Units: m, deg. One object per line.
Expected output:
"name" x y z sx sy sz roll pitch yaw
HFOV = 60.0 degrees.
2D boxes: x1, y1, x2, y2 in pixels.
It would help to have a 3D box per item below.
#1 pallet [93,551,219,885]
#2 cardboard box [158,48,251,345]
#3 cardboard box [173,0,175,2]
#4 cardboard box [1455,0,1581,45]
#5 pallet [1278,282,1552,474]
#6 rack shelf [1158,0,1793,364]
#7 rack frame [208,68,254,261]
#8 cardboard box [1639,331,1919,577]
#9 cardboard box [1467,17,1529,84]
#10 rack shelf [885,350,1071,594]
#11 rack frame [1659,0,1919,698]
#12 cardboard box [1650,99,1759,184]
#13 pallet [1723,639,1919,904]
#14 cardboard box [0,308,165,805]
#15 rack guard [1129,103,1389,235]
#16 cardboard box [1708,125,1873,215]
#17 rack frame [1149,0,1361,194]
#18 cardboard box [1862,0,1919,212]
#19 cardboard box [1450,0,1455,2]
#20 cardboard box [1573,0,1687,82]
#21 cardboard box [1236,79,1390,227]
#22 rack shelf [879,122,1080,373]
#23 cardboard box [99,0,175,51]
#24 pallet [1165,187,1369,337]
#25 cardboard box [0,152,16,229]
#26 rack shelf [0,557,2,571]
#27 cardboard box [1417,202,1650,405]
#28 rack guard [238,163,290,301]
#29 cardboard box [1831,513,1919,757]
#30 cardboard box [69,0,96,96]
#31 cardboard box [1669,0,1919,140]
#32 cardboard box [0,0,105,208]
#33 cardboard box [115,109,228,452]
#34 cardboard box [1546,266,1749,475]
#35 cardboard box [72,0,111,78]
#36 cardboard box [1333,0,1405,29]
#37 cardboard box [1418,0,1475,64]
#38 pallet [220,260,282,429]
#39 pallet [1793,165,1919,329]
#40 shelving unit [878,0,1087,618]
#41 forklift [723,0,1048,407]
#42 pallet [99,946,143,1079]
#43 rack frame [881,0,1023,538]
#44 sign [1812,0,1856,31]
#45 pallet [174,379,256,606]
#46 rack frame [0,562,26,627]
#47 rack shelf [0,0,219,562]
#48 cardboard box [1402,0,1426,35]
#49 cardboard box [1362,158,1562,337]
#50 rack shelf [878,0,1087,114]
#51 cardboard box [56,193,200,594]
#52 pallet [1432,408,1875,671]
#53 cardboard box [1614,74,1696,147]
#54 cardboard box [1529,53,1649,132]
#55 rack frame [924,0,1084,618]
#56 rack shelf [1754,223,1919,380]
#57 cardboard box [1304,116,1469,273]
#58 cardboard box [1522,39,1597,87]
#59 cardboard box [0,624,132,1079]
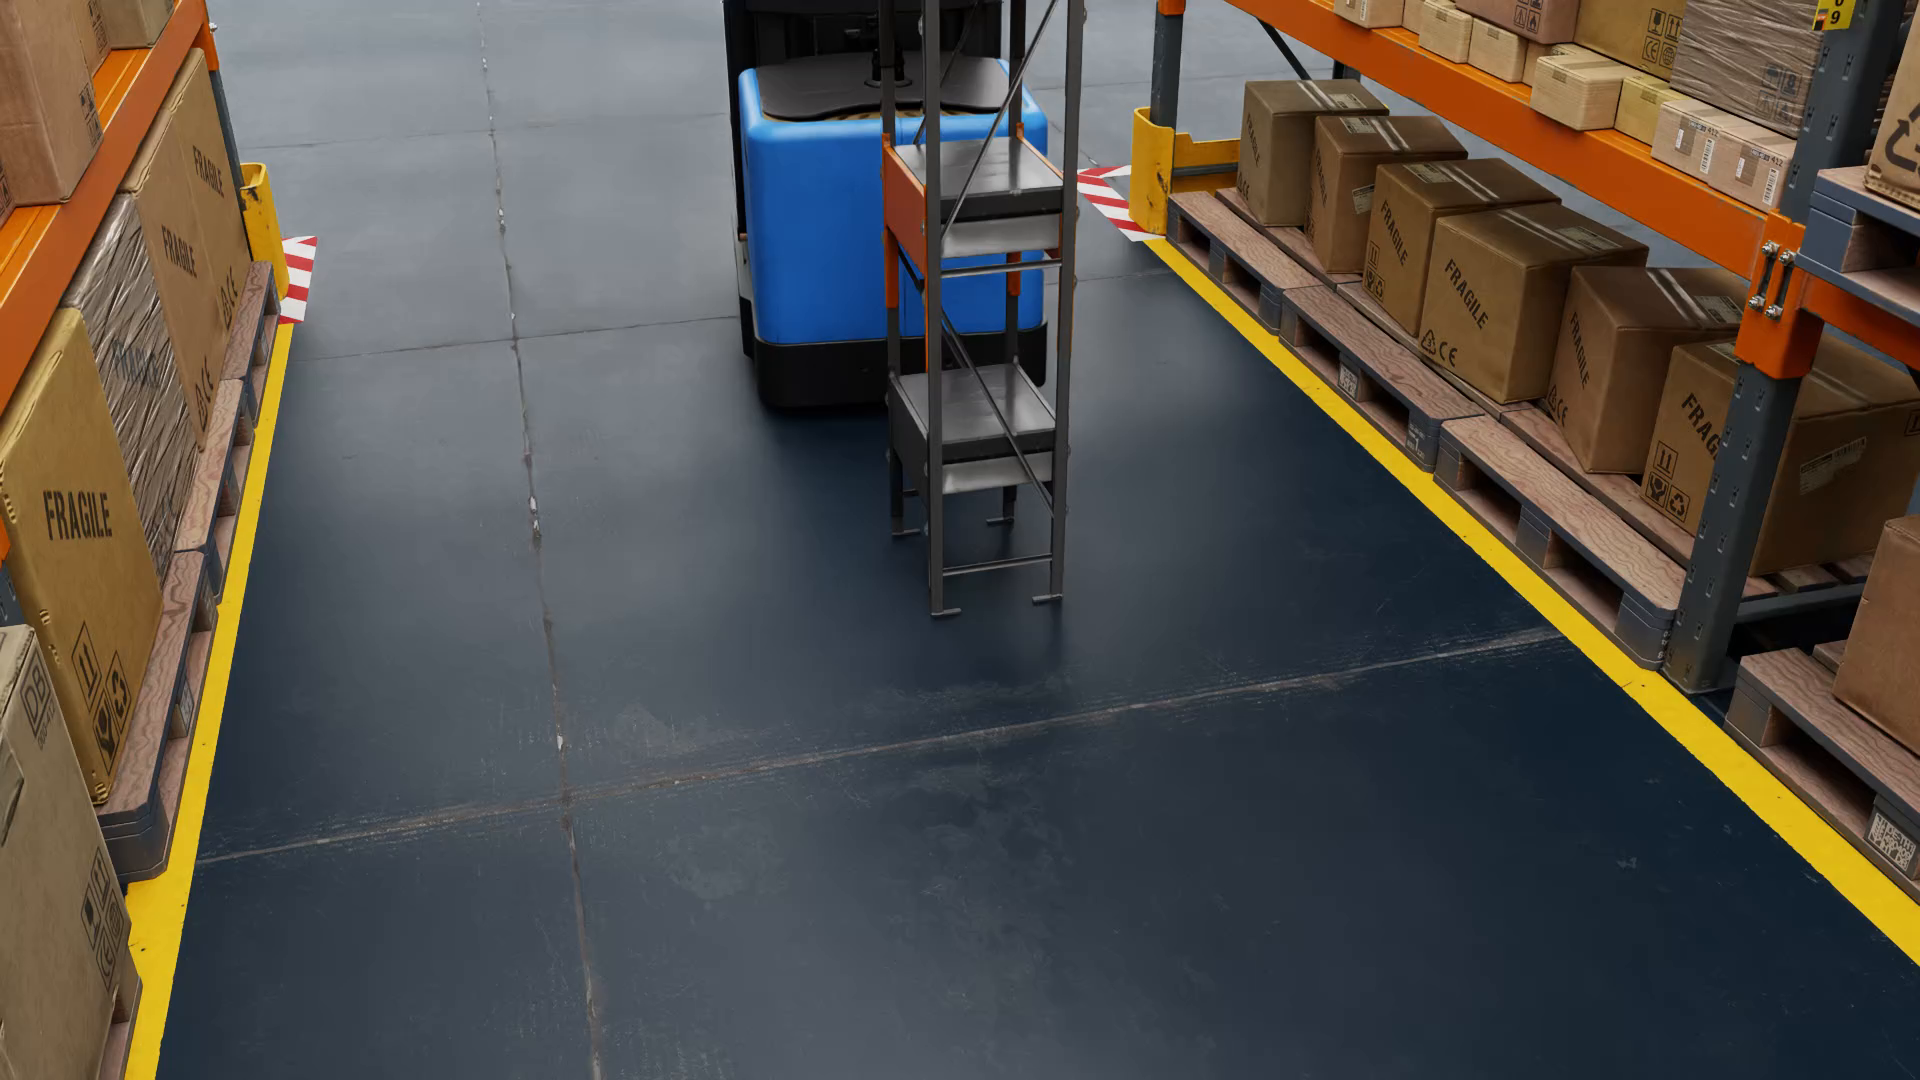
"pallet" -2.497 0.474 4.220 1.003 0.211 1.213 -8 31 -13
"cardboard box" -3.189 -1.230 6.083 0.875 0.875 0.875 -8 31 -13
"cardboard box" -3.290 -2.179 5.870 0.875 0.550 0.550 -8 31 -13
"cardboard box" 2.050 -1.837 5.033 0.875 0.500 0.500 -8 31 -13
"pallet" 1.899 -0.669 6.195 1.003 0.211 1.213 -8 31 -13
"rack shelf" 1.908 -1.620 5.773 1.077 0.370 4.000 -8 31 -13
"rack frame" -3.432 -2.287 6.207 1.000 3.000 0.127 -8 31 -13
"cardboard box" 2.371 -0.264 4.788 0.500 0.500 0.500 -9 31 -15
"cardboard box" 1.814 -1.532 5.153 0.380 0.149 0.250 -8 31 -13
"rack shelf" 0.044 -0.211 4.943 0.431 0.518 0.480 -8 31 -13
"rack frame" 2.438 -0.966 3.924 1.000 3.000 0.127 -8 31 -13
"cardboard box" 2.041 -1.044 4.309 0.380 0.149 0.250 -8 31 -13
"pallet" 2.646 0.617 3.973 1.003 0.211 1.213 -8 31 -13
"cardboard box" -2.470 0.070 3.837 0.875 0.875 0.875 -7 31 -13
"rack guard" 1.397 -1.779 7.824 1.175 0.500 0.348 -8 31 -13
"cardboard box" 2.098 -0.922 4.099 0.380 0.149 0.250 -8 31 -13
"rack frame" 1.377 -2.897 7.262 1.000 3.000 0.127 -8 31 -13
"cardboard box" 2.514 -1.005 2.973 1.000 1.000 1.000 -8 31 -13
"cardboard box" 1.957 -2.084 5.460 0.875 0.500 0.500 -8 31 -13
"cardboard box" 2.280 -1.609 4.639 0.875 0.500 0.500 -8 31 -13
"cardboard box" 1.526 -1.694 7.258 0.500 0.500 0.500 -2 30 -4
"rack shelf" 0.044 -0.817 4.593 0.431 0.518 0.480 -8 31 -13
"cardboard box" -3.123 -1.916 5.416 0.875 0.550 0.550 -8 31 -13
"pallet" 1.578 -1.257 7.211 1.003 0.211 1.213 -8 31 -13
"cardboard box" -2.648 -0.859 3.590 0.875 0.550 0.550 -8 31 -13
"rack shelf" -1.840 0.922 1.380 1.077 0.370 4.000 -8 31 -13
"cardboard box" 1.971 -0.829 5.764 0.500 0.500 0.500 -11 32 -18
"rack guard" -3.439 -1.217 6.853 1.175 0.500 0.348 -8 31 -13
"cardboard box" 2.581 0.225 3.923 0.700 0.500 0.500 -10 32 -17
"cardboard box" -2.915 -1.378 4.487 0.875 0.550 0.500 -8 31 -13
"cardboard box" 2.379 -1.363 4.214 0.875 0.500 0.500 -8 31 -13
"cardboard box" -2.678 -1.135 4.068 0.875 0.550 0.550 -8 31 -13
"cardboard box" -2.953 -0.806 5.349 0.875 0.875 0.875 -8 31 -14
"cardboard box" 2.211 -0.540 5.264 0.500 0.500 0.500 2 30 3
"cardboard box" -3.095 -1.629 4.920 0.875 0.550 0.550 -8 31 -13
"cardboard box" 1.527 -1.882 5.758 0.380 0.149 0.250 -8 31 -13
"cardboard box" 1.714 -1.648 5.354 0.380 0.149 0.250 -8 31 -13
"pallet" -3.145 -0.704 6.256 1.003 0.211 1.213 -8 31 -13
"pallet" 2.501 -0.494 3.301 1.003 0.211 1.213 -8 31 -13
"shelving unit" 0.044 -0.829 4.586 0.431 2.100 0.503 -8 31 -13
"forklift" -0.418 -2.460 6.573 1.130 2.935 3.031 -4 30 -8
"pallet" -2.093 1.215 2.941 1.003 0.211 1.213 -8 31 -13
"rack frame" -0.021 -0.947 4.789 0.400 2.100 0.015 -8 31 -13
"sign" 1.917 -1.264 3.576 0.100 0.325 0.005 -8 31 -13
"pallet" -2.824 -0.116 5.240 1.003 0.211 1.213 -8 31 -13
"rack frame" -2.371 -0.355 2.869 1.000 3.000 0.127 -8 31 -13
"rack shelf" -2.901 -1.009 4.718 1.077 0.370 4.000 -8 31 -13
"cardboard box" 1.721 -1.779 5.580 0.380 0.149 0.250 -8 31 -13
"cardboard box" 1.866 -1.105 6.240 0.500 0.500 0.500 -5 30 -9
"rack shelf" 0.044 -1.423 4.242 0.431 0.518 0.480 -8 31 -13
"cardboard box" -2.713 -0.365 4.588 0.875 0.875 0.875 -8 31 -13
"pallet" 2.226 -0.078 5.175 1.003 0.211 1.213 -8 31 -13
"cardboard box" 2.032 -1.172 4.532 0.380 0.149 0.250 -8 31 -13
"cardboard box" 1.858 -1.278 4.715 0.380 0.149 0.250 -8 31 -13
"rack frame" 0.109 -0.711 4.382 0.400 2.100 0.015 -8 31 -13
"rack shelf" 2.969 0.312 2.435 1.077 0.370 4.000 -8 31 -13
"cardboard box" 1.718 -1.409 6.767 0.500 0.500 0.500 0 30 0
"cardboard box" 1.919 -1.417 4.954 0.380 0.149 0.250 -8 31 -13
"cardboard box" -2.119 0.725 2.830 1.050 0.750 0.750 -8 31 -14
